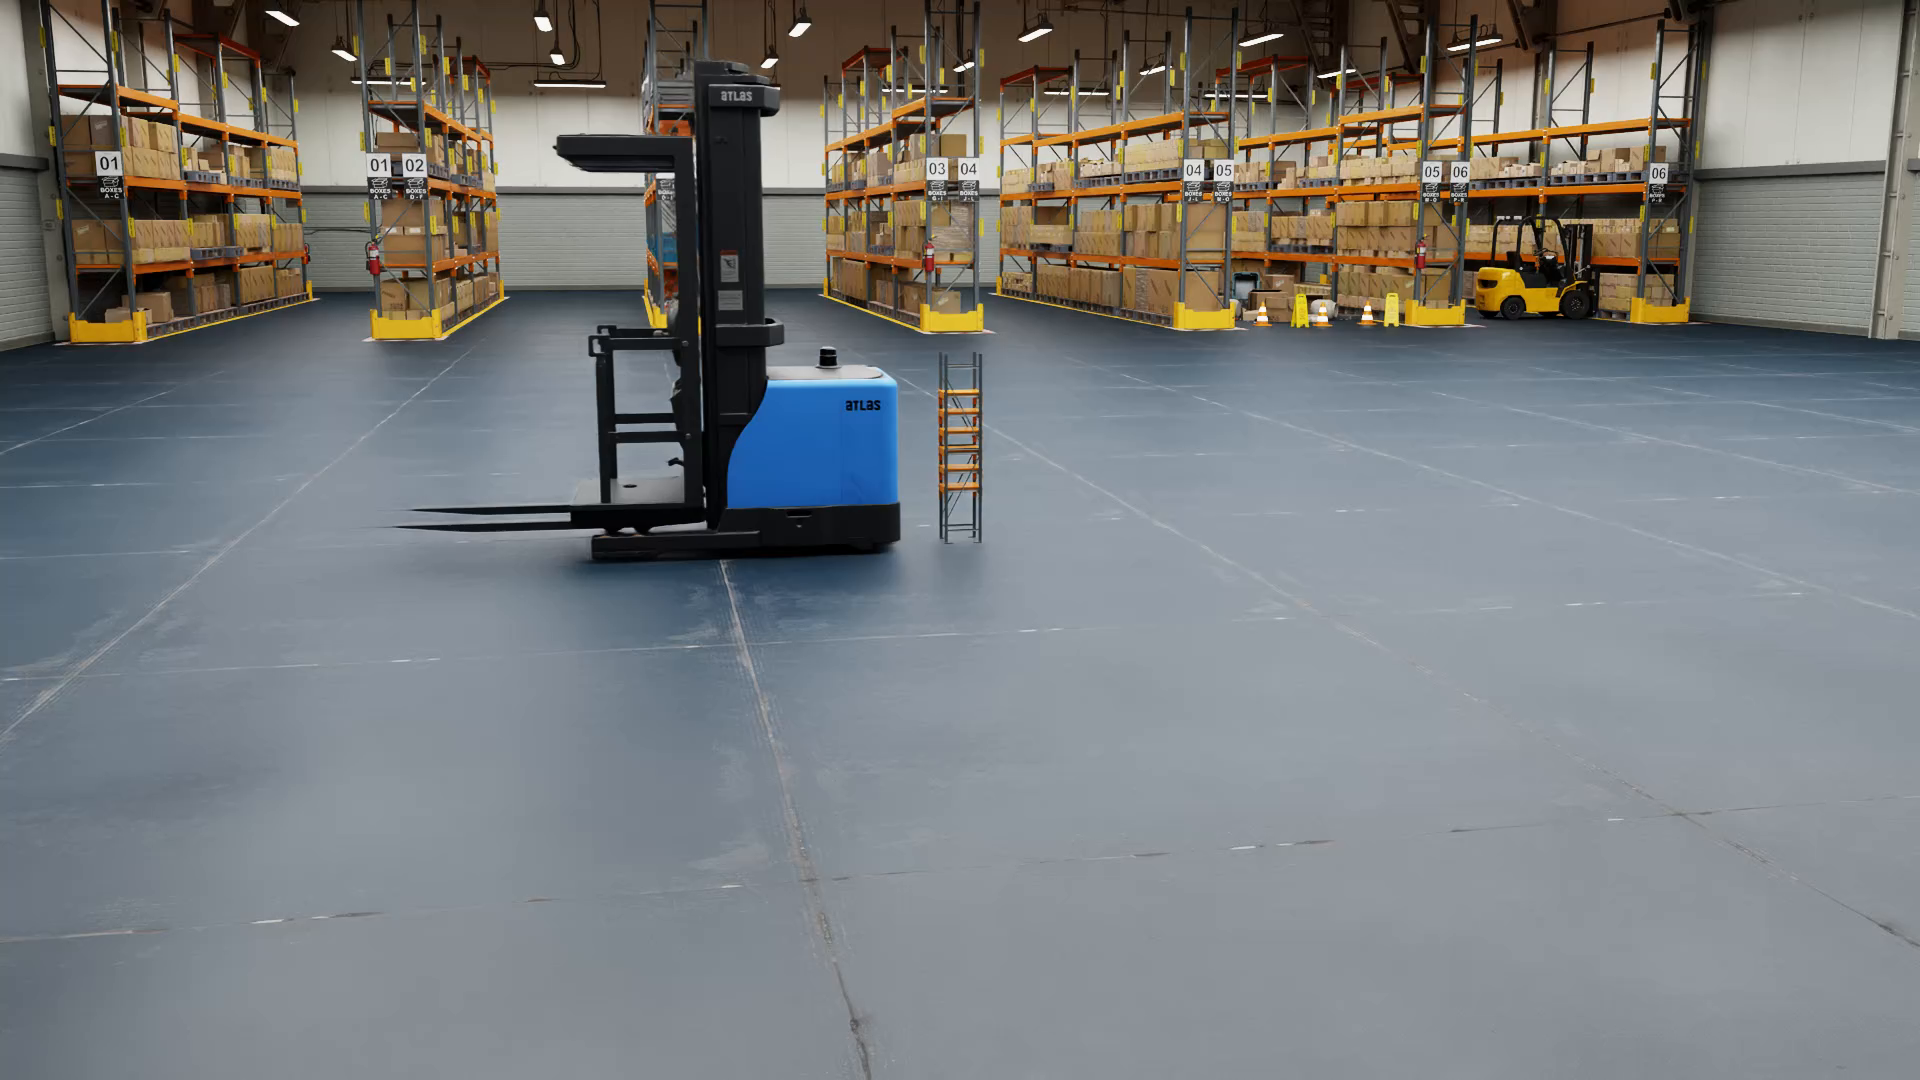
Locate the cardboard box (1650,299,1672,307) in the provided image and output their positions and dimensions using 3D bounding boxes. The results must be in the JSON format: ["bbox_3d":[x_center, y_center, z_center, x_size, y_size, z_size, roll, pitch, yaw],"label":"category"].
[{"bbox_3d":[14.545,-4.938,34.851,0.500,0.250,0.500,-2,11,-11],"label":"cardboard box"}]

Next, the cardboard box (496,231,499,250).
[{"bbox_3d":[-12.616,-7.996,44.416,0.500,0.500,0.500,-2,11,-9],"label":"cardboard box"}]

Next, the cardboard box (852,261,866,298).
[{"bbox_3d":[-1.975,-6.365,40.674,1.225,0.875,0.875,-2,11,-11],"label":"cardboard box"}]

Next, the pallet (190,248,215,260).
[{"bbox_3d":[-15.500,-5.689,33.074,1.003,0.211,1.213,-2,11,-11],"label":"pallet"}]

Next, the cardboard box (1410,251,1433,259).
[{"bbox_3d":[9.298,-5.742,33.513,0.380,0.149,0.250,-2,11,-9],"label":"cardboard box"}]

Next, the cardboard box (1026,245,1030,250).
[{"bbox_3d":[1.969,-7.771,44.172,0.380,0.149,0.250,-2,11,-13],"label":"cardboard box"}]

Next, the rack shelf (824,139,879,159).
[{"bbox_3d":[-2.863,-10.409,44.311,1.077,0.370,4.000,-2,11,-11],"label":"rack shelf"}]

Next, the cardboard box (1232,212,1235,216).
[{"bbox_3d":[7.272,-8.270,43.183,0.500,0.500,0.500,-2,11,-12],"label":"cardboard box"}]

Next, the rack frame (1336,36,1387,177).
[{"bbox_3d":[8.803,-9.485,36.464,1.000,3.000,0.127,-2,11,-11],"label":"rack frame"}]

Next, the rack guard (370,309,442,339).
[{"bbox_3d":[-9.853,-3.852,29.598,1.175,0.500,0.348,-2,11,-11],"label":"rack guard"}]

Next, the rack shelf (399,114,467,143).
[{"bbox_3d":[-11.025,-8.582,34.713,1.077,0.370,4.000,-2,11,-11],"label":"rack shelf"}]

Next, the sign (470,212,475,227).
[{"bbox_3d":[-10.870,-7.141,37.097,0.100,0.325,0.005,-2,11,-11],"label":"sign"}]

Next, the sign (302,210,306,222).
[{"bbox_3d":[-17.293,-8.541,43.815,0.100,0.325,0.005,-2,11,-11],"label":"sign"}]

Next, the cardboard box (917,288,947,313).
[{"bbox_3d":[-0.563,-4.865,33.799,0.500,0.500,0.500,-3,11,-16],"label":"cardboard box"}]

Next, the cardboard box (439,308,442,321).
[{"bbox_3d":[-9.845,-4.138,30.646,0.500,0.250,0.500,-2,11,-11],"label":"cardboard box"}]

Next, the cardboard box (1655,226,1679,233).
[{"bbox_3d":[14.638,-6.425,34.429,0.380,0.149,0.250,-2,11,-12],"label":"cardboard box"}]

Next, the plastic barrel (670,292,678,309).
[{"bbox_3d":[-5.299,-4.458,31.626,0.421,0.512,0.421,0,11,0],"label":"plastic barrel"}]

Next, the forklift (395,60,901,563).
[{"bbox_3d":[-1.933,-1.408,10.255,3.031,2.935,1.130,-2,11,-9],"label":"forklift"}]

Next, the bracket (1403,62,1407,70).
[{"bbox_3d":[12.435,-13.126,45.963,0.235,0.232,0.430,-2,11,-11],"label":"bracket"}]

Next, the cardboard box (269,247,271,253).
[{"bbox_3d":[-16.707,-6.939,39.751,0.380,0.149,0.250,-2,11,-10],"label":"cardboard box"}]

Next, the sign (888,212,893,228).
[{"bbox_3d":[-1.462,-6.726,34.913,0.100,0.325,0.005,-2,11,-11],"label":"sign"}]

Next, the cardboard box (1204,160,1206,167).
[{"bbox_3d":[4.943,-7.333,32.459,0.380,0.149,0.250,-2,11,-10],"label":"cardboard box"}]

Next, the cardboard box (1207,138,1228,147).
[{"bbox_3d":[4.992,-7.676,32.129,0.380,0.149,0.250,-2,11,-10],"label":"cardboard box"}]

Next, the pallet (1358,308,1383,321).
[{"bbox_3d":[9.209,-4.822,35.467,1.003,0.211,1.213,-2,11,-11],"label":"pallet"}]

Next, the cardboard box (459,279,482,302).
[{"bbox_3d":[-11.422,-5.822,38.770,0.500,0.500,0.500,-2,11,-12],"label":"cardboard box"}]

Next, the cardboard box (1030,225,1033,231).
[{"bbox_3d":[2.037,-8.093,43.151,0.380,0.149,0.250,-2,11,-8],"label":"cardboard box"}]

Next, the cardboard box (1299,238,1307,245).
[{"bbox_3d":[8.173,-6.990,38.948,0.380,0.149,0.250,-2,11,-9],"label":"cardboard box"}]

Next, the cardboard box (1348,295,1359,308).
[{"bbox_3d":[8.768,-5.178,36.110,0.500,0.250,0.500,-1,11,-8],"label":"cardboard box"}]

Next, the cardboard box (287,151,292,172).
[{"bbox_3d":[-17.331,-9.645,42.333,0.500,0.500,0.500,-2,11,-9],"label":"cardboard box"}]

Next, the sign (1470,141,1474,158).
[{"bbox_3d":[10.113,-7.727,32.912,0.100,0.325,0.005,-2,11,-11],"label":"sign"}]

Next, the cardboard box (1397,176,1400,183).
[{"bbox_3d":[9.154,-7.353,33.956,0.380,0.149,0.250,-2,11,-11],"label":"cardboard box"}]

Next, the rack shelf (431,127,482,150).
[{"bbox_3d":[-11.803,-9.316,38.567,1.077,0.370,4.000,-2,11,-11],"label":"rack shelf"}]

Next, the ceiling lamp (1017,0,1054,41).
[{"bbox_3d":[1.812,-12.068,34.421,0.800,3.185,2.000,-2,11,-11],"label":"ceiling lamp"}]

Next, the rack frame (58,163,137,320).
[{"bbox_3d":[-14.716,-4.904,28.438,1.000,3.000,0.127,-2,11,-11],"label":"rack frame"}]

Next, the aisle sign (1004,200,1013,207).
[{"bbox_3d":[1.325,-9.820,47.315,0.394,0.787,0.004,-2,11,-11],"label":"aisle sign"}]

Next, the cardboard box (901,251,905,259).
[{"bbox_3d":[-0.993,-5.820,33.923,0.380,0.149,0.250,-2,11,-11],"label":"cardboard box"}]

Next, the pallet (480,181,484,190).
[{"bbox_3d":[-12.134,-8.544,40.046,1.213,0.211,1.003,-2,11,-11],"label":"pallet"}]

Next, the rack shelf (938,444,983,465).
[{"bbox_3d":[0.003,-0.543,10.579,0.258,0.103,0.180,-2,11,-11],"label":"rack shelf"}]

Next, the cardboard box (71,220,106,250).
[{"bbox_3d":[-15.016,-5.287,28.793,0.500,0.500,0.500,-2,11,-12],"label":"cardboard box"}]

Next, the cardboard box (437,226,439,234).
[{"bbox_3d":[-10.073,-5.862,31.472,0.380,0.149,0.250,-2,11,-9],"label":"cardboard box"}]

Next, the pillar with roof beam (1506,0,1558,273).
[{"bbox_3d":[9.808,-10.037,39.363,9.100,9.000,0.548,-2,11,-11],"label":"pillar with roof beam"}]

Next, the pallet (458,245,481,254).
[{"bbox_3d":[-11.796,-6.814,38.988,1.003,0.211,1.213,-2,11,-11],"label":"pallet"}]

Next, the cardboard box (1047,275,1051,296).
[{"bbox_3d":[2.514,-6.447,42.110,0.500,0.500,0.500,-2,11,-10],"label":"cardboard box"}]

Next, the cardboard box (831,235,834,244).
[{"bbox_3d":[-3.221,-8.166,45.182,0.500,0.250,0.500,-2,11,-13],"label":"cardboard box"}]

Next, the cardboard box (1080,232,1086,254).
[{"bbox_3d":[3.113,-6.937,38.853,0.500,0.500,0.500,-2,11,-12],"label":"cardboard box"}]

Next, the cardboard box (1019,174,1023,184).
[{"bbox_3d":[1.876,-9.719,44.778,0.500,0.250,0.500,-2,11,-9],"label":"cardboard box"}]

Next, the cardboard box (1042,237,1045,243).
[{"bbox_3d":[2.296,-7.561,41.950,0.380,0.149,0.250,-2,11,-12],"label":"cardboard box"}]

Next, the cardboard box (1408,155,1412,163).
[{"bbox_3d":[9.213,-7.646,33.364,0.380,0.149,0.250,-2,11,-10],"label":"cardboard box"}]

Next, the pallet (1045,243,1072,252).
[{"bbox_3d":[2.764,-7.340,41.754,1.003,0.211,1.213,-2,11,-11],"label":"pallet"}]

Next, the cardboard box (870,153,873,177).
[{"bbox_3d":[-1.762,-8.491,37.658,0.500,0.500,0.500,-2,11,-11],"label":"cardboard box"}]

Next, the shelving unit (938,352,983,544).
[{"bbox_3d":[0.003,-0.587,10.570,0.258,1.200,0.189,-2,11,-11],"label":"shelving unit"}]

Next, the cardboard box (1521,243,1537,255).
[{"bbox_3d":[13.316,-6.728,38.426,0.500,0.250,0.500,-2,11,-10],"label":"cardboard box"}]
